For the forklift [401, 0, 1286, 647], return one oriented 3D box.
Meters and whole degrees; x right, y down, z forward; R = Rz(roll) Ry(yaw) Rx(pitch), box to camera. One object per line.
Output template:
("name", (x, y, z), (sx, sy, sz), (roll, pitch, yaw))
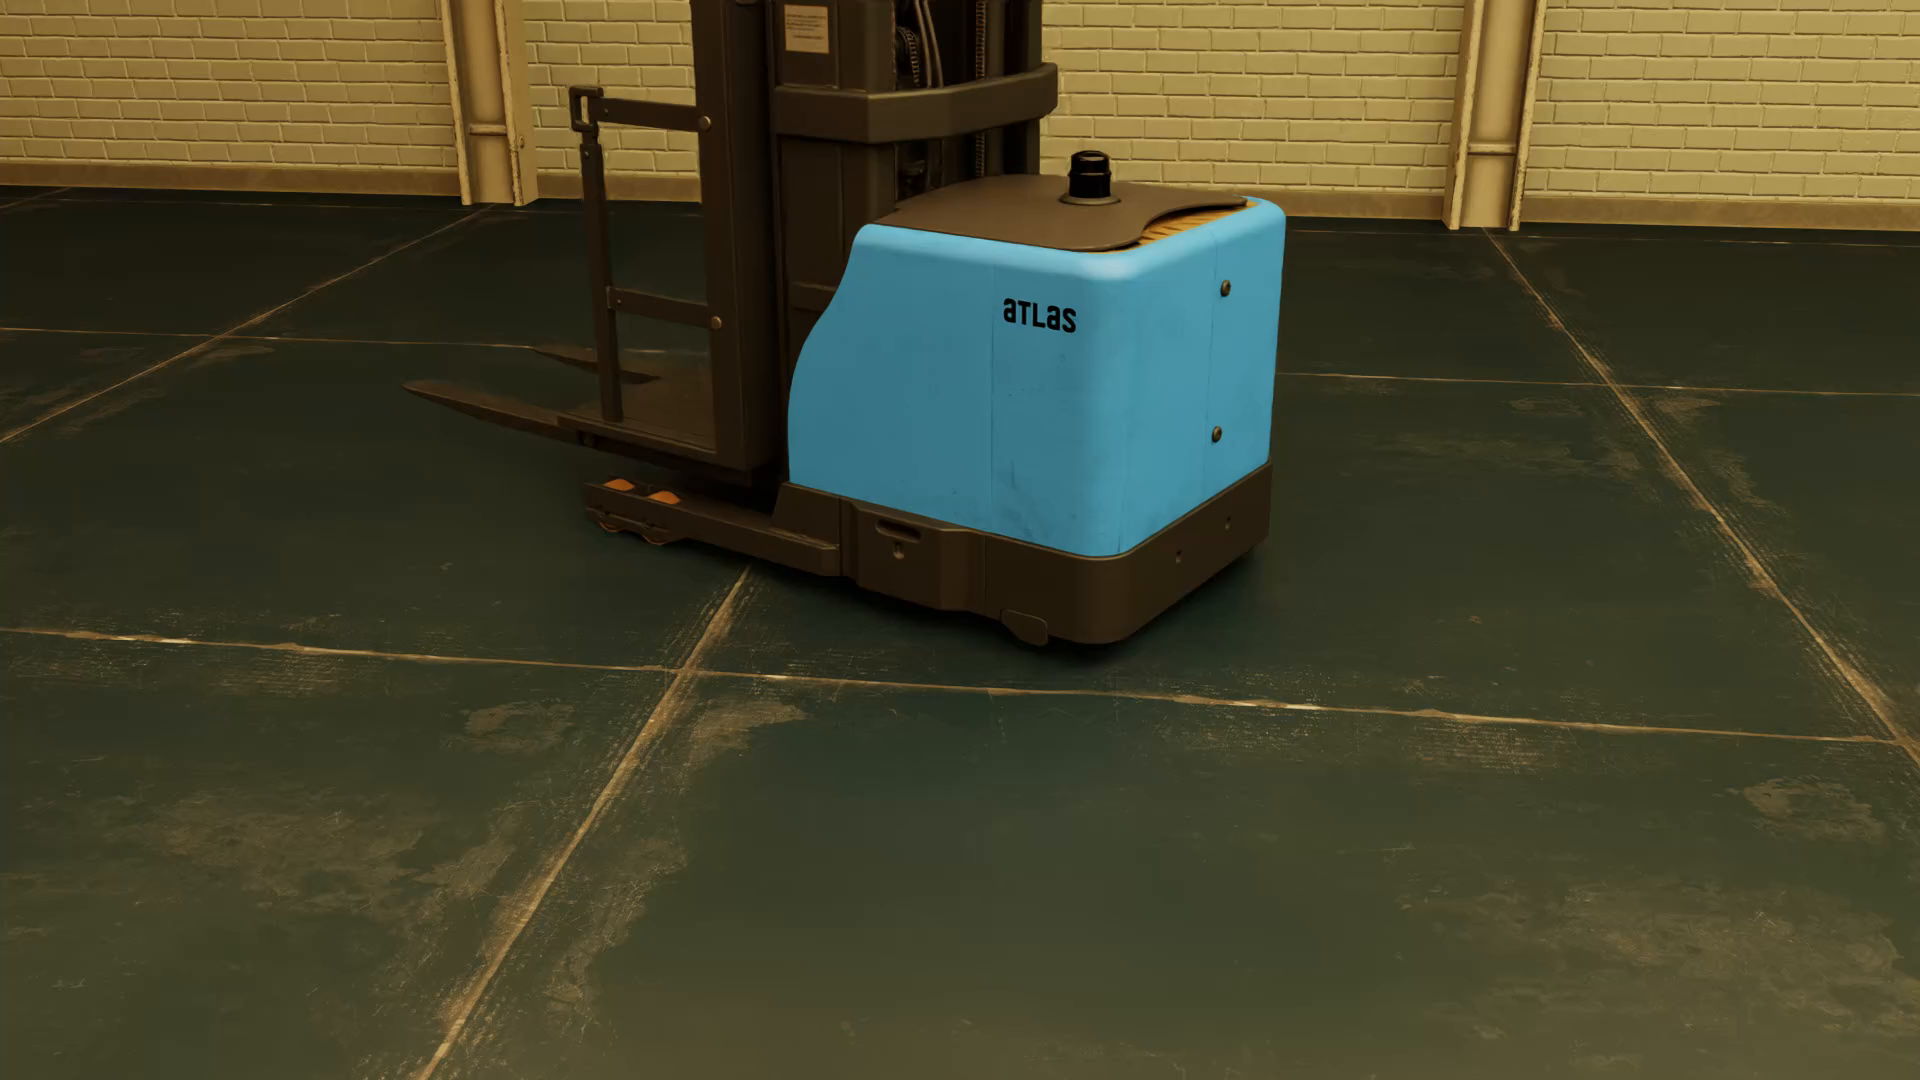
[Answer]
("forklift", (-0.570, -1.488, 4.950), (3.031, 2.935, 1.130), (14, 26, 32))
